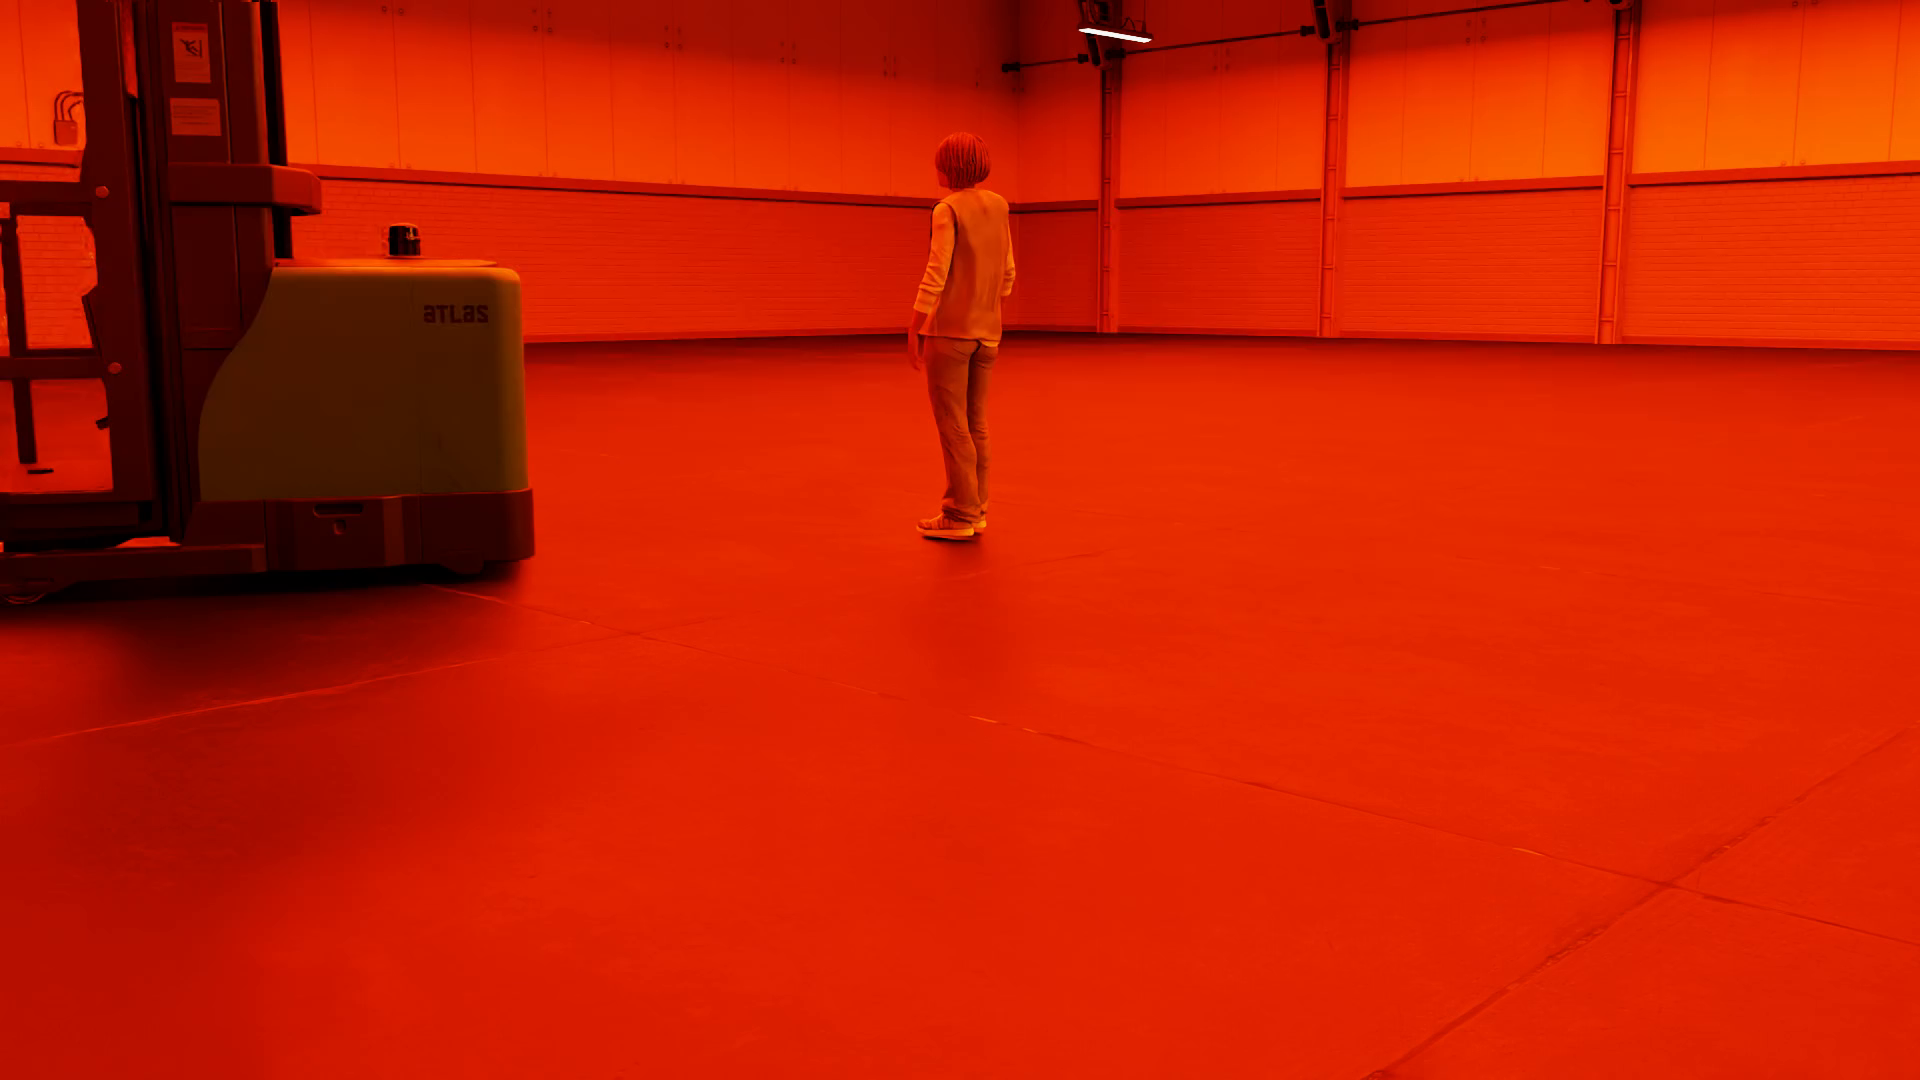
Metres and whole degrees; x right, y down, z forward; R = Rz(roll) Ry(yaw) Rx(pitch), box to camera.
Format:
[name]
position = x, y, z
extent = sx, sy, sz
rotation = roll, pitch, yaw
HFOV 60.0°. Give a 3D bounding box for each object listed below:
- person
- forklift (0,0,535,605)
[person]
position = -0.043, -0.806, 6.658
extent = 0.475, 1.596, 0.521
rotation = 8, 12, 43
[forklift]
position = -3.076, -1.321, 5.646
extent = 3.031, 2.935, 1.130
rotation = -3, 9, -17
